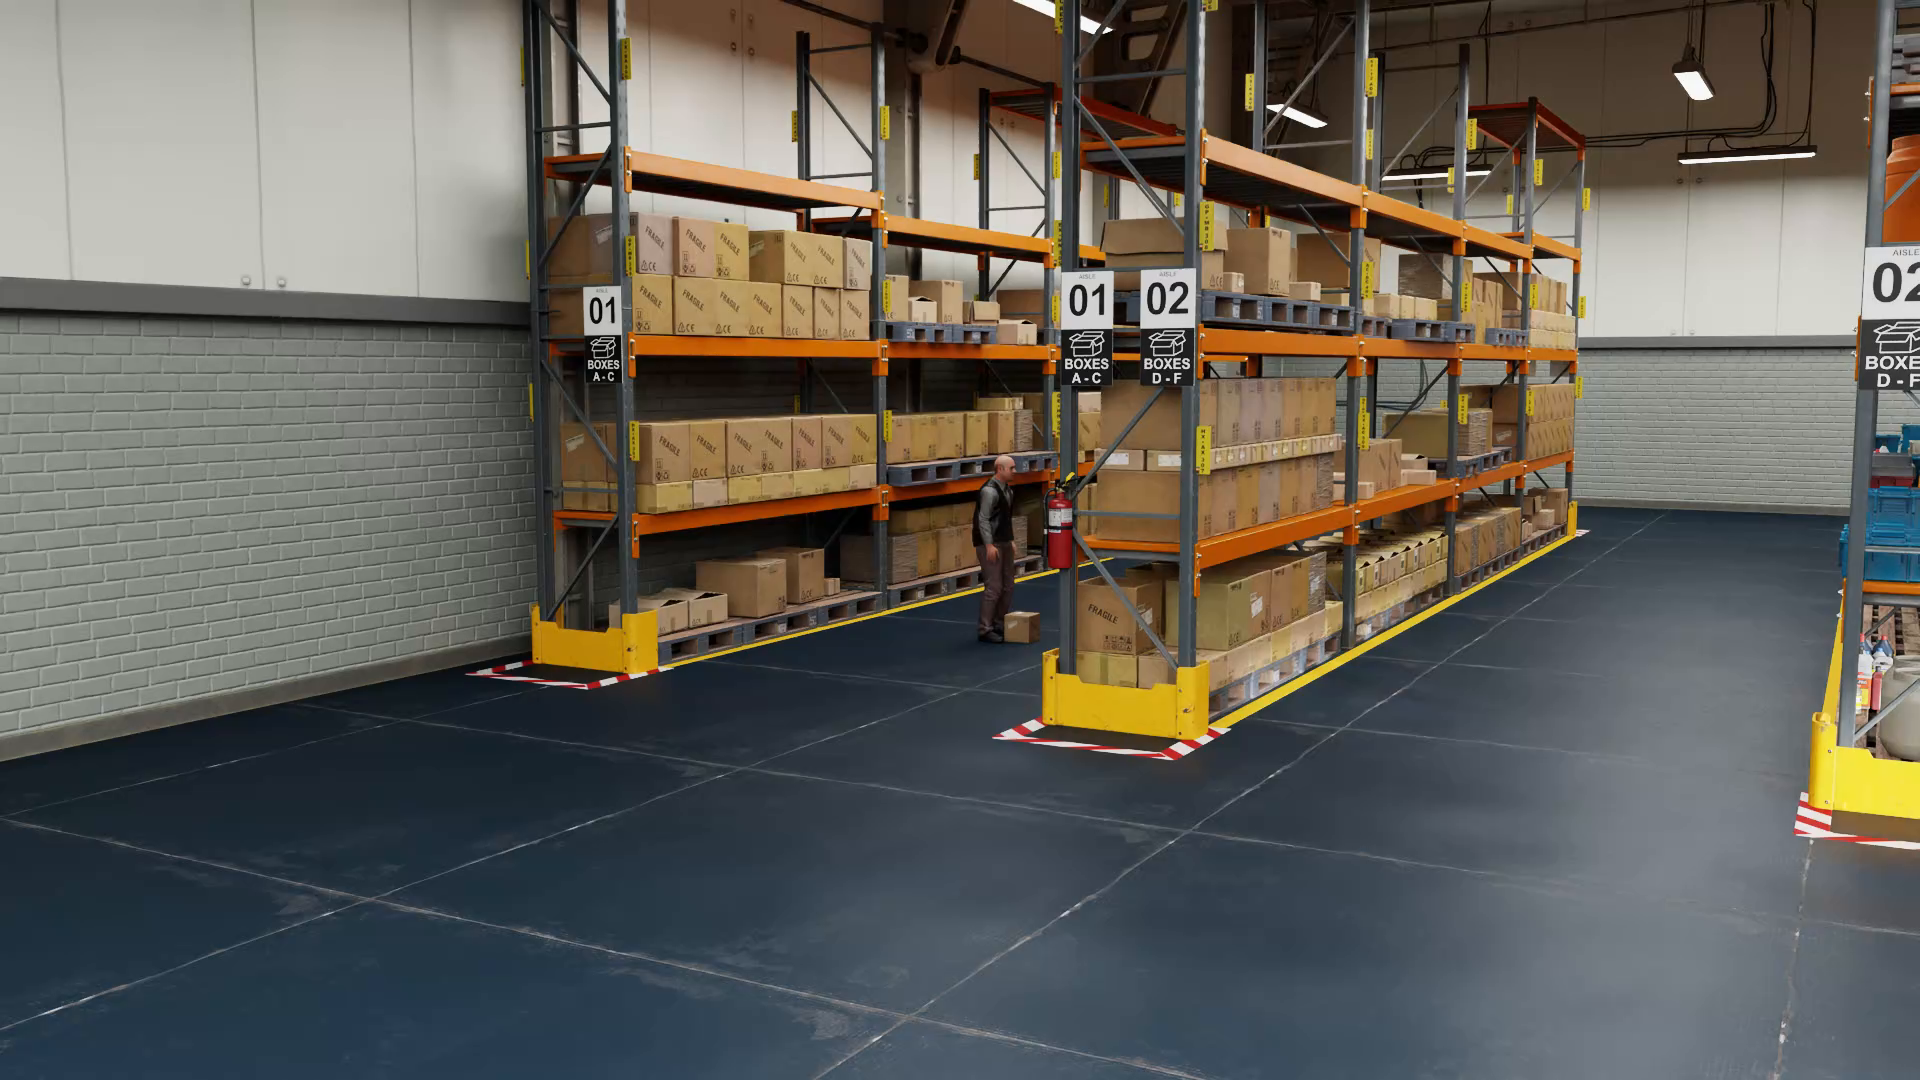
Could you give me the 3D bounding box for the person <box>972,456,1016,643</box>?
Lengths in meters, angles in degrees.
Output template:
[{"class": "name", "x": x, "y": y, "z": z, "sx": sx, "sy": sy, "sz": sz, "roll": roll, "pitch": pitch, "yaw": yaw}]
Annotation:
[{"class": "person", "x": 0.331, "y": 0.070, "z": 15.568, "sx": 0.412, "sy": 1.721, "sz": 0.584, "roll": 3, "pitch": 7, "yaw": 28}]
